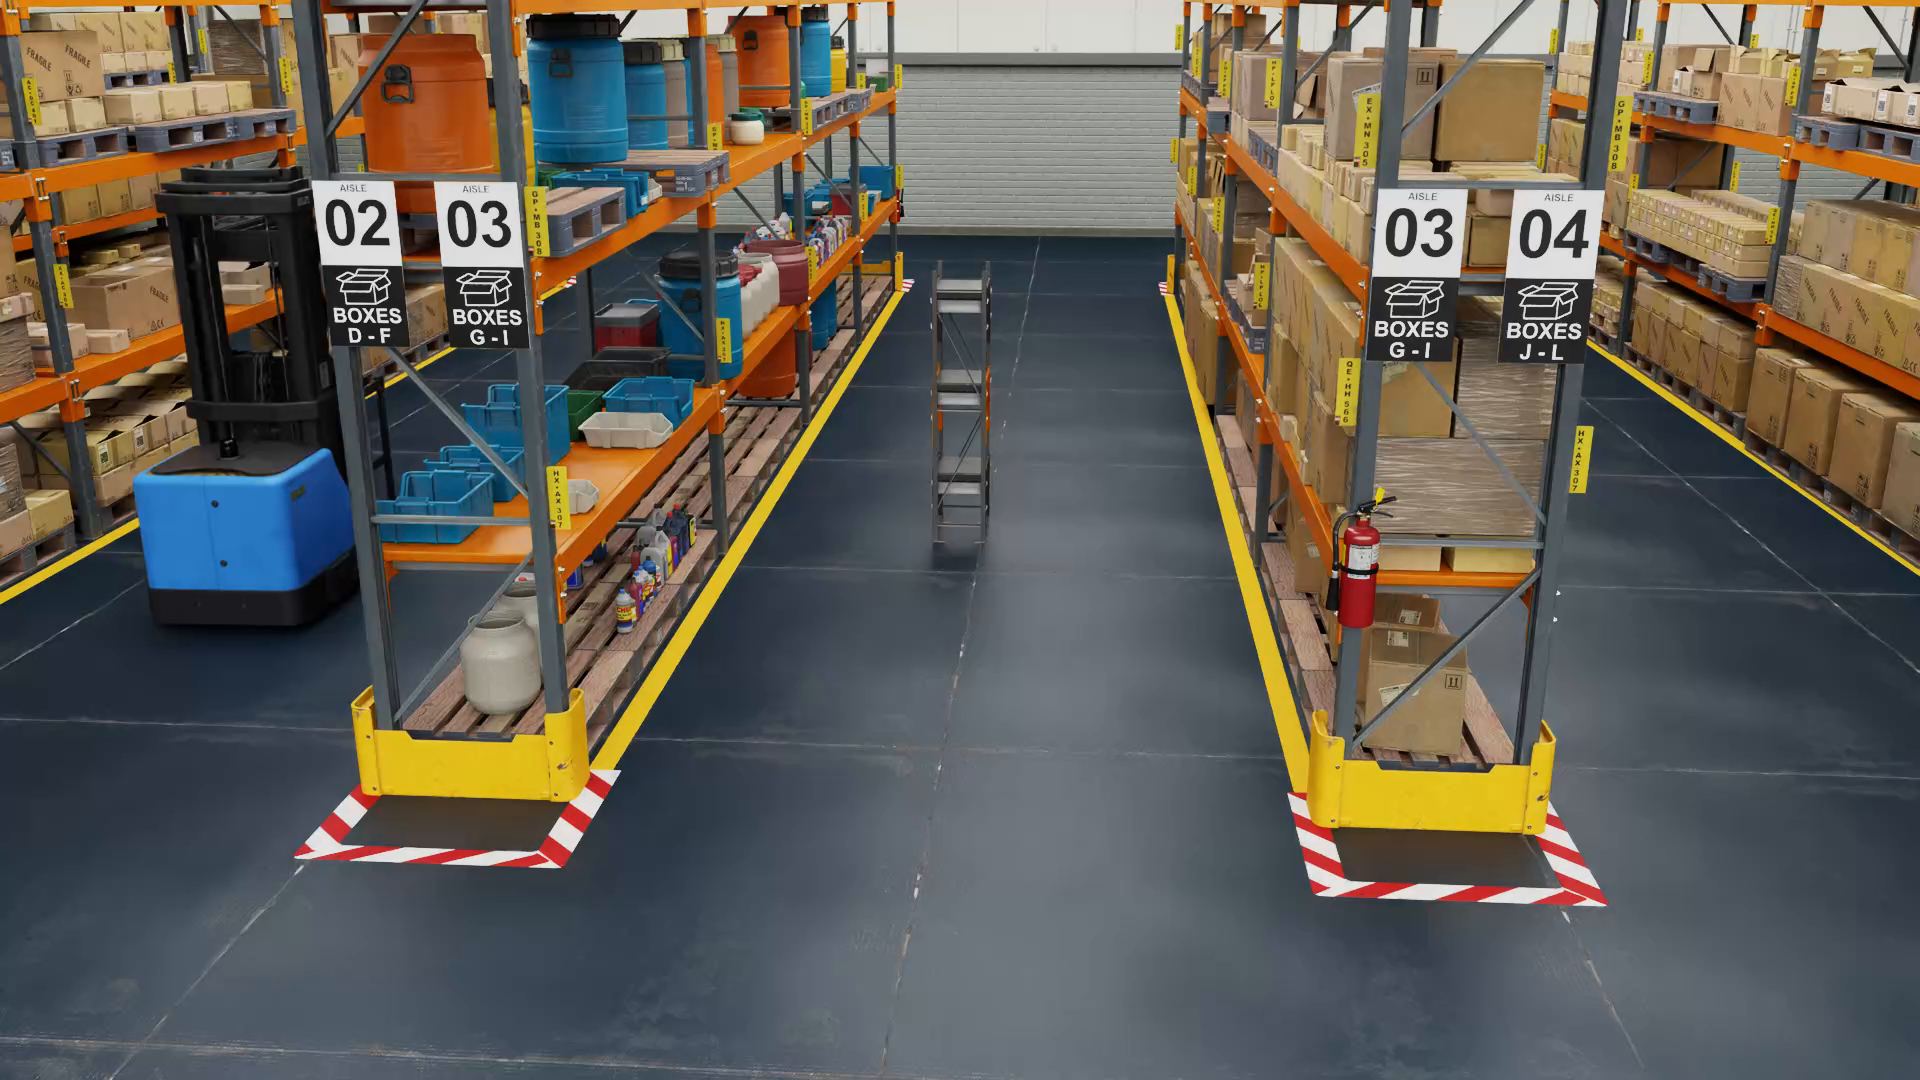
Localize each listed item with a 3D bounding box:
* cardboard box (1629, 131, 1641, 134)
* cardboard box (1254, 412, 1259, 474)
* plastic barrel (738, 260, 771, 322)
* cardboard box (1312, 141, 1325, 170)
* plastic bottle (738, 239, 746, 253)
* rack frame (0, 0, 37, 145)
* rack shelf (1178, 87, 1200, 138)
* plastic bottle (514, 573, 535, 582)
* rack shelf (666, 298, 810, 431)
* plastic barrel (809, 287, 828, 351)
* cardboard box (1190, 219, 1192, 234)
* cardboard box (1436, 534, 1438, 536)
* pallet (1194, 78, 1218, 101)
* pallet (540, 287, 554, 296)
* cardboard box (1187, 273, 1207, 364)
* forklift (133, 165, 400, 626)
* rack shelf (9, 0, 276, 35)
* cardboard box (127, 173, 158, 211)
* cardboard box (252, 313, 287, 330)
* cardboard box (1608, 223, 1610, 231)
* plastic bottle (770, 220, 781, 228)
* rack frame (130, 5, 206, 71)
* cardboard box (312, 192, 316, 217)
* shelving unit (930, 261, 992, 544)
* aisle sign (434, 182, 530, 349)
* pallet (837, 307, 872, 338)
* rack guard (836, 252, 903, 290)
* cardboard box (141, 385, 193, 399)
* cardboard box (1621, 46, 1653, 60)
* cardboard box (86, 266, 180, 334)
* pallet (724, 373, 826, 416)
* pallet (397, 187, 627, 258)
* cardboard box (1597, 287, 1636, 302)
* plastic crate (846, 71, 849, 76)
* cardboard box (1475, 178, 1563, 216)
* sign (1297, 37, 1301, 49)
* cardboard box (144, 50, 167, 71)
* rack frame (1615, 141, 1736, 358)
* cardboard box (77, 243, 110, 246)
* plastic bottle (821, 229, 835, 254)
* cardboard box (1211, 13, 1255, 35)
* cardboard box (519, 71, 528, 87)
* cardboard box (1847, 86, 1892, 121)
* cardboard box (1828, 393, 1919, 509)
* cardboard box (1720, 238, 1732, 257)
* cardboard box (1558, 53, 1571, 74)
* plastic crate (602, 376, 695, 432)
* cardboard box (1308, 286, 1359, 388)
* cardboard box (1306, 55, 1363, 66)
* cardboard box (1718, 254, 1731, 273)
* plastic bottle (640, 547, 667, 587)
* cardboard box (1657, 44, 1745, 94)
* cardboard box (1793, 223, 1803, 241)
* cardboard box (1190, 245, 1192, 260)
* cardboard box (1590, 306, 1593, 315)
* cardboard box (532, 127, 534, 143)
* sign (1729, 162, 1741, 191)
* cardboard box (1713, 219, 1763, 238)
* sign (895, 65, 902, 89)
[{"bbox_3d":[8.035,-4.701,20.209,0.500,0.500,0.500,2,18,5],"label":"cardboard box"},{"bbox_3d":[2.833,-0.756,13.722,0.700,0.500,0.500,0,18,-1],"label":"cardboard box"},{"bbox_3d":[-1.869,-2.174,14.562,0.421,0.512,0.421,0,18,0],"label":"plastic barrel"},{"bbox_3d":[2.288,-2.267,9.808,0.380,0.149,0.250,1,18,3],"label":"cardboard box"},{"bbox_3d":[-2.293,-3.011,17.482,0.061,0.283,0.133,1,18,4],"label":"plastic bottle"},{"bbox_3d":[-7.205,-4.297,11.584,1.000,3.000,0.127,1,18,4],"label":"rack frame"},{"bbox_3d":[3.392,-5.413,20.963,1.077,0.370,4.000,1,18,4],"label":"rack shelf"},{"bbox_3d":[-2.812,0.336,10.749,0.152,0.276,0.135,1,18,4],"label":"plastic bottle"},{"bbox_3d":[-2.122,-1.613,14.185,1.077,0.370,4.000,1,18,4],"label":"rack shelf"},{"bbox_3d":[-1.798,-2.633,18.835,0.600,0.901,0.708,1,18,4],"label":"plastic barrel"},{"bbox_3d":[2.962,-3.771,20.017,0.380,0.149,0.250,2,18,5],"label":"cardboard box"},{"bbox_3d":[2.716,-0.099,8.813,0.380,0.149,0.250,1,18,4],"label":"cardboard box"},{"bbox_3d":[3.318,-5.345,19.744,1.003,0.211,1.213,1,18,4],"label":"pallet"},{"bbox_3d":[-6.407,-3.576,23.498,1.003,0.211,1.213,1,18,4],"label":"pallet"},{"bbox_3d":[3.159,-2.421,18.233,1.225,0.875,0.875,1,18,2],"label":"cardboard box"},{"bbox_3d":[-4.789,-1.235,11.985,1.130,2.935,3.031,1,18,3],"label":"forklift"},{"bbox_3d":[-7.062,-4.386,13.654,1.077,0.370,4.000,1,18,4],"label":"rack shelf"},{"bbox_3d":[-11.418,-4.803,22.283,0.980,0.700,0.700,0,18,1],"label":"cardboard box"},{"bbox_3d":[-7.086,-2.379,17.469,0.500,0.250,0.500,2,18,6],"label":"cardboard box"},{"bbox_3d":[8.051,-3.783,20.055,0.380,0.149,0.250,1,18,2],"label":"cardboard box"},{"bbox_3d":[-2.131,-3.511,19.019,0.152,0.276,0.135,1,18,4],"label":"plastic bottle"},{"bbox_3d":[-11.286,-8.133,23.292,1.000,3.000,0.127,1,18,4],"label":"rack frame"},{"bbox_3d":[-6.730,-3.413,17.687,0.700,0.500,0.500,5,19,14],"label":"cardboard box"},{"bbox_3d":[0.012,-1.049,12.753,0.431,2.100,0.503,1,18,4],"label":"shelving unit"},{"bbox_3d":[-2.265,-1.298,7.893,0.394,0.787,0.004,1,18,4],"label":"aisle sign"},{"bbox_3d":[-1.678,-2.723,20.893,1.003,0.211,1.213,1,18,4],"label":"pallet"},{"bbox_3d":[-1.416,-3.881,23.964,1.175,0.500,0.348,1,18,4],"label":"rack guard"},{"bbox_3d":[-6.818,-1.205,14.625,0.500,0.311,0.500,2,18,5],"label":"cardboard box"},{"bbox_3d":[8.005,-5.774,19.709,0.380,0.149,0.250,1,18,2],"label":"cardboard box"},{"bbox_3d":[-7.060,-2.051,14.203,0.500,0.500,0.500,1,18,4],"label":"cardboard box"},{"bbox_3d":[-1.963,-1.497,17.153,1.003,0.211,1.213,1,18,4],"label":"pallet"},{"bbox_3d":[-2.395,-1.682,8.725,1.003,0.211,1.213,1,18,4],"label":"pallet"},{"bbox_3d":[7.944,-2.967,20.111,0.380,0.149,0.250,1,18,3],"label":"cardboard box"},{"bbox_3d":[-1.710,-6.311,22.758,0.497,0.269,0.590,1,18,4],"label":"plastic crate"},{"bbox_3d":[2.639,-1.605,7.788,0.380,0.149,0.250,1,18,4],"label":"cardboard box"},{"bbox_3d":[3.791,-5.520,18.798,0.100,0.325,0.005,1,18,4],"label":"sign"},{"bbox_3d":[-11.110,-6.488,22.496,0.500,0.250,0.500,1,18,2],"label":"cardboard box"},{"bbox_3d":[8.189,-3.566,18.989,1.000,3.000,0.127,1,18,4],"label":"rack frame"},{"bbox_3d":[-11.553,-3.873,22.224,0.380,0.149,0.250,1,18,4],"label":"cardboard box"},{"bbox_3d":[-1.469,-3.318,18.432,0.152,0.276,0.135,1,18,4],"label":"plastic bottle"},{"bbox_3d":[3.381,-6.400,20.619,0.500,0.250,0.500,1,18,2],"label":"cardboard box"},{"bbox_3d":[-6.166,-6.206,22.470,0.500,0.250,0.500,1,18,4],"label":"cardboard box"},{"bbox_3d":[7.595,-3.549,13.527,0.500,0.250,0.500,2,18,5],"label":"cardboard box"},{"bbox_3d":[7.643,-0.706,13.199,1.050,0.750,0.750,1,18,4],"label":"cardboard box"},{"bbox_3d":[7.501,-2.792,15.877,0.380,0.149,0.250,2,18,6],"label":"cardboard box"},{"bbox_3d":[8.184,-6.266,21.850,0.500,0.250,0.500,2,18,5],"label":"cardboard box"},{"bbox_3d":[-2.074,-0.914,11.133,0.499,0.251,0.616,1,18,4],"label":"plastic crate"},{"bbox_3d":[2.250,-1.132,9.317,0.500,0.500,0.500,1,18,4],"label":"cardboard box"},{"bbox_3d":[3.100,-3.710,13.646,0.500,0.500,0.500,2,18,5],"label":"cardboard box"},{"bbox_3d":[7.498,-2.644,15.905,0.380,0.149,0.250,1,18,4],"label":"cardboard box"},{"bbox_3d":[-2.076,0.168,11.261,0.152,0.276,0.135,2,18,5],"label":"plastic bottle"},{"bbox_3d":[8.052,-5.123,18.089,0.700,0.500,0.500,1,18,4],"label":"cardboard box"},{"bbox_3d":[8.145,-2.909,15.758,0.380,0.149,0.250,1,18,2],"label":"cardboard box"},{"bbox_3d":[3.504,-3.657,22.004,0.875,0.875,0.875,1,18,4],"label":"cardboard box"},{"bbox_3d":[7.951,-2.862,20.743,0.380,0.149,0.250,1,18,4],"label":"cardboard box"},{"bbox_3d":[-6.138,-5.394,22.801,0.500,0.500,0.500,2,18,5],"label":"cardboard box"},{"bbox_3d":[8.742,-4.105,18.774,0.100,0.325,0.005,1,18,4],"label":"sign"},{"bbox_3d":[7.519,-3.008,16.060,0.380,0.149,0.250,2,18,6],"label":"cardboard box"},{"bbox_3d":[-0.855,-6.429,23.078,0.100,0.325,0.005,1,18,4],"label":"sign"}]
